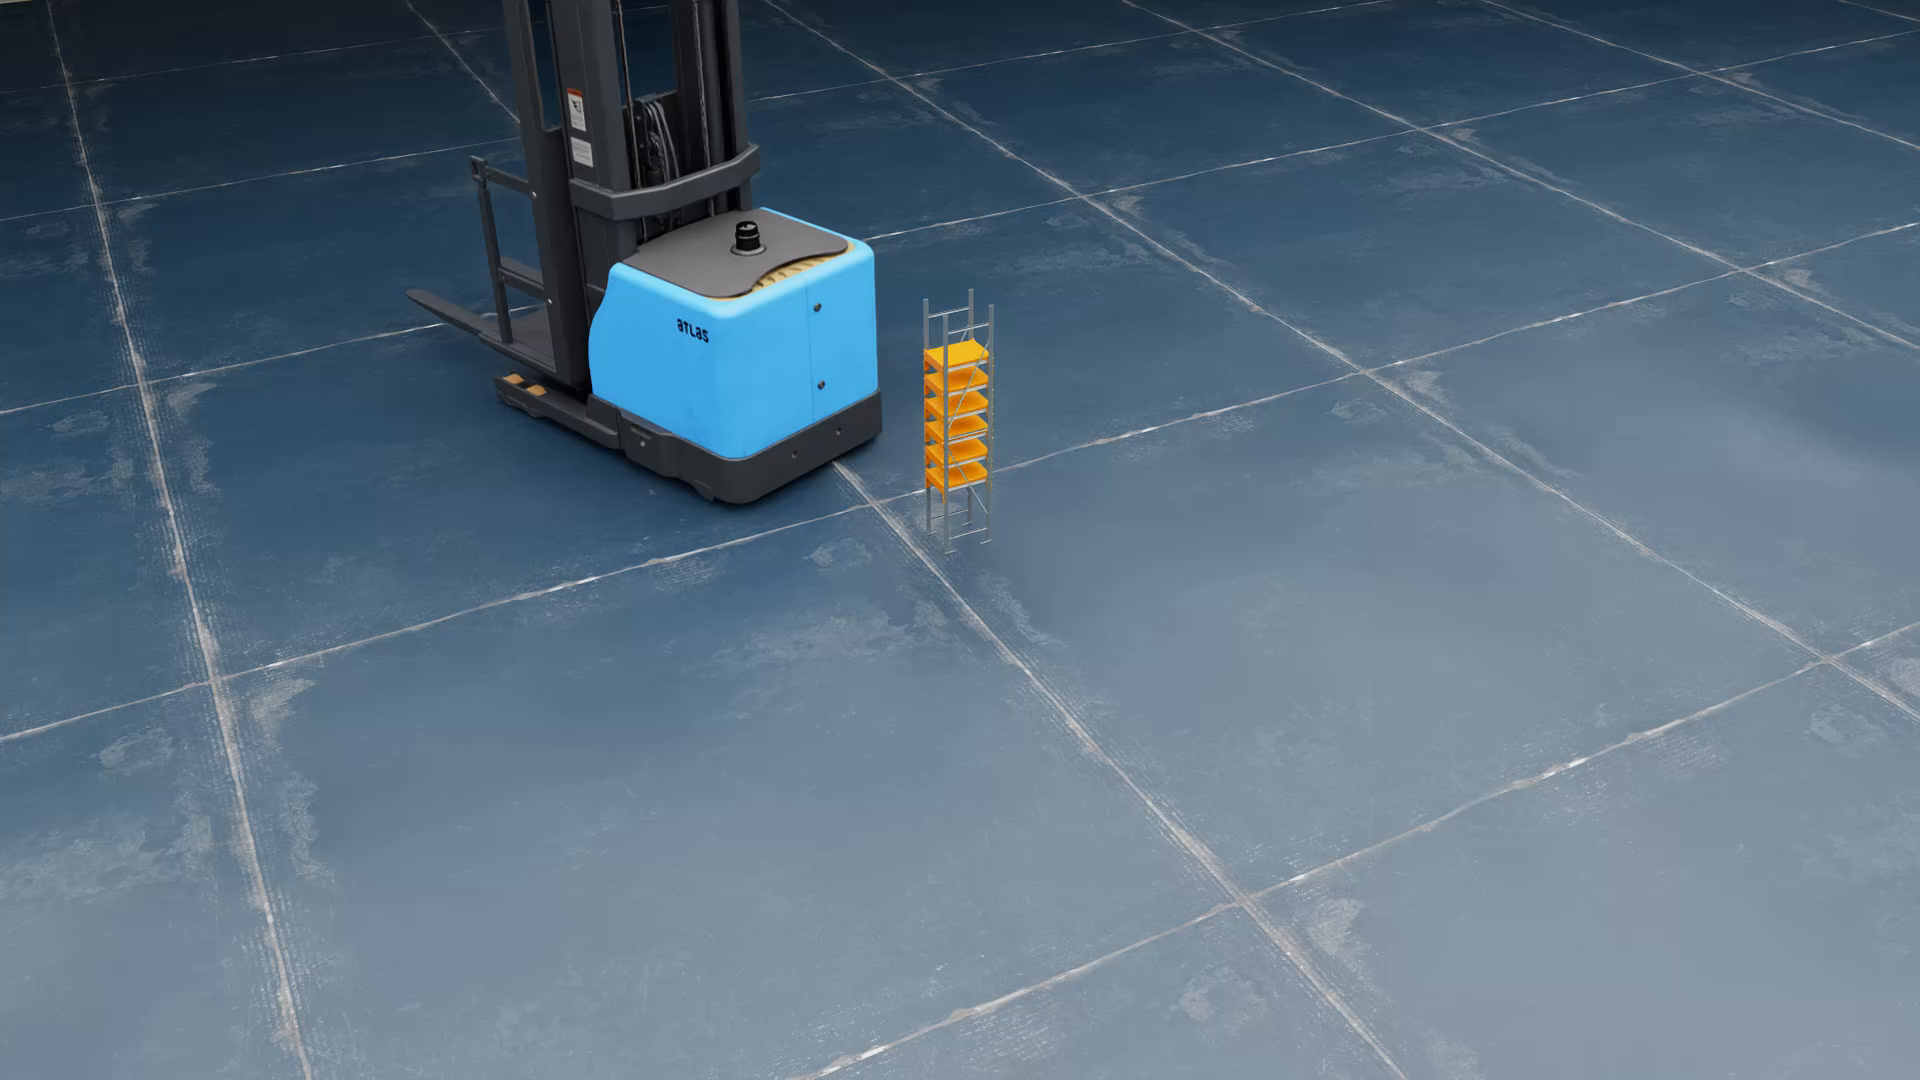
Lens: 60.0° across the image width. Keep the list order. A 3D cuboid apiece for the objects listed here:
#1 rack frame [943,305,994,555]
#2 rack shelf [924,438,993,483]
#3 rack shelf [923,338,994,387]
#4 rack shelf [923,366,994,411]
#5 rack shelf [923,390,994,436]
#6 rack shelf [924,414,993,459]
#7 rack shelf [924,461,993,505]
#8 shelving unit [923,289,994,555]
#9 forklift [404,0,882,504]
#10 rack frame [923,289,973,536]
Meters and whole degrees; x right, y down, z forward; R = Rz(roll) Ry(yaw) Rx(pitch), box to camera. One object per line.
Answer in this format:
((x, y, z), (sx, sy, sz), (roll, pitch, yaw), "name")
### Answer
((0.036, -0.468, 7.369), (0.240, 1.200, 0.006), (-16, 36, -23), "rack frame")
((-0.007, -0.374, 7.526), (0.258, 0.103, 0.180), (-16, 36, -23), "rack shelf")
((-0.007, -0.778, 7.267), (0.258, 0.103, 0.180), (-16, 36, -23), "rack shelf")
((-0.007, -0.677, 7.332), (0.258, 0.103, 0.180), (-16, 36, -23), "rack shelf")
((-0.007, -0.576, 7.396), (0.258, 0.103, 0.180), (-16, 36, -23), "rack shelf")
((-0.007, -0.475, 7.461), (0.258, 0.103, 0.180), (-16, 36, -23), "rack shelf")
((-0.007, -0.273, 7.591), (0.258, 0.103, 0.180), (-16, 36, -23), "rack shelf")
((-0.007, -0.512, 7.437), (0.258, 1.200, 0.189), (-16, 36, -23), "shelving unit")
((-1.839, -2.071, 8.265), (3.031, 2.935, 1.130), (25, 40, 34), "forklift")
((-0.049, -0.556, 7.505), (0.240, 1.200, 0.006), (-16, 36, -23), "rack frame")
